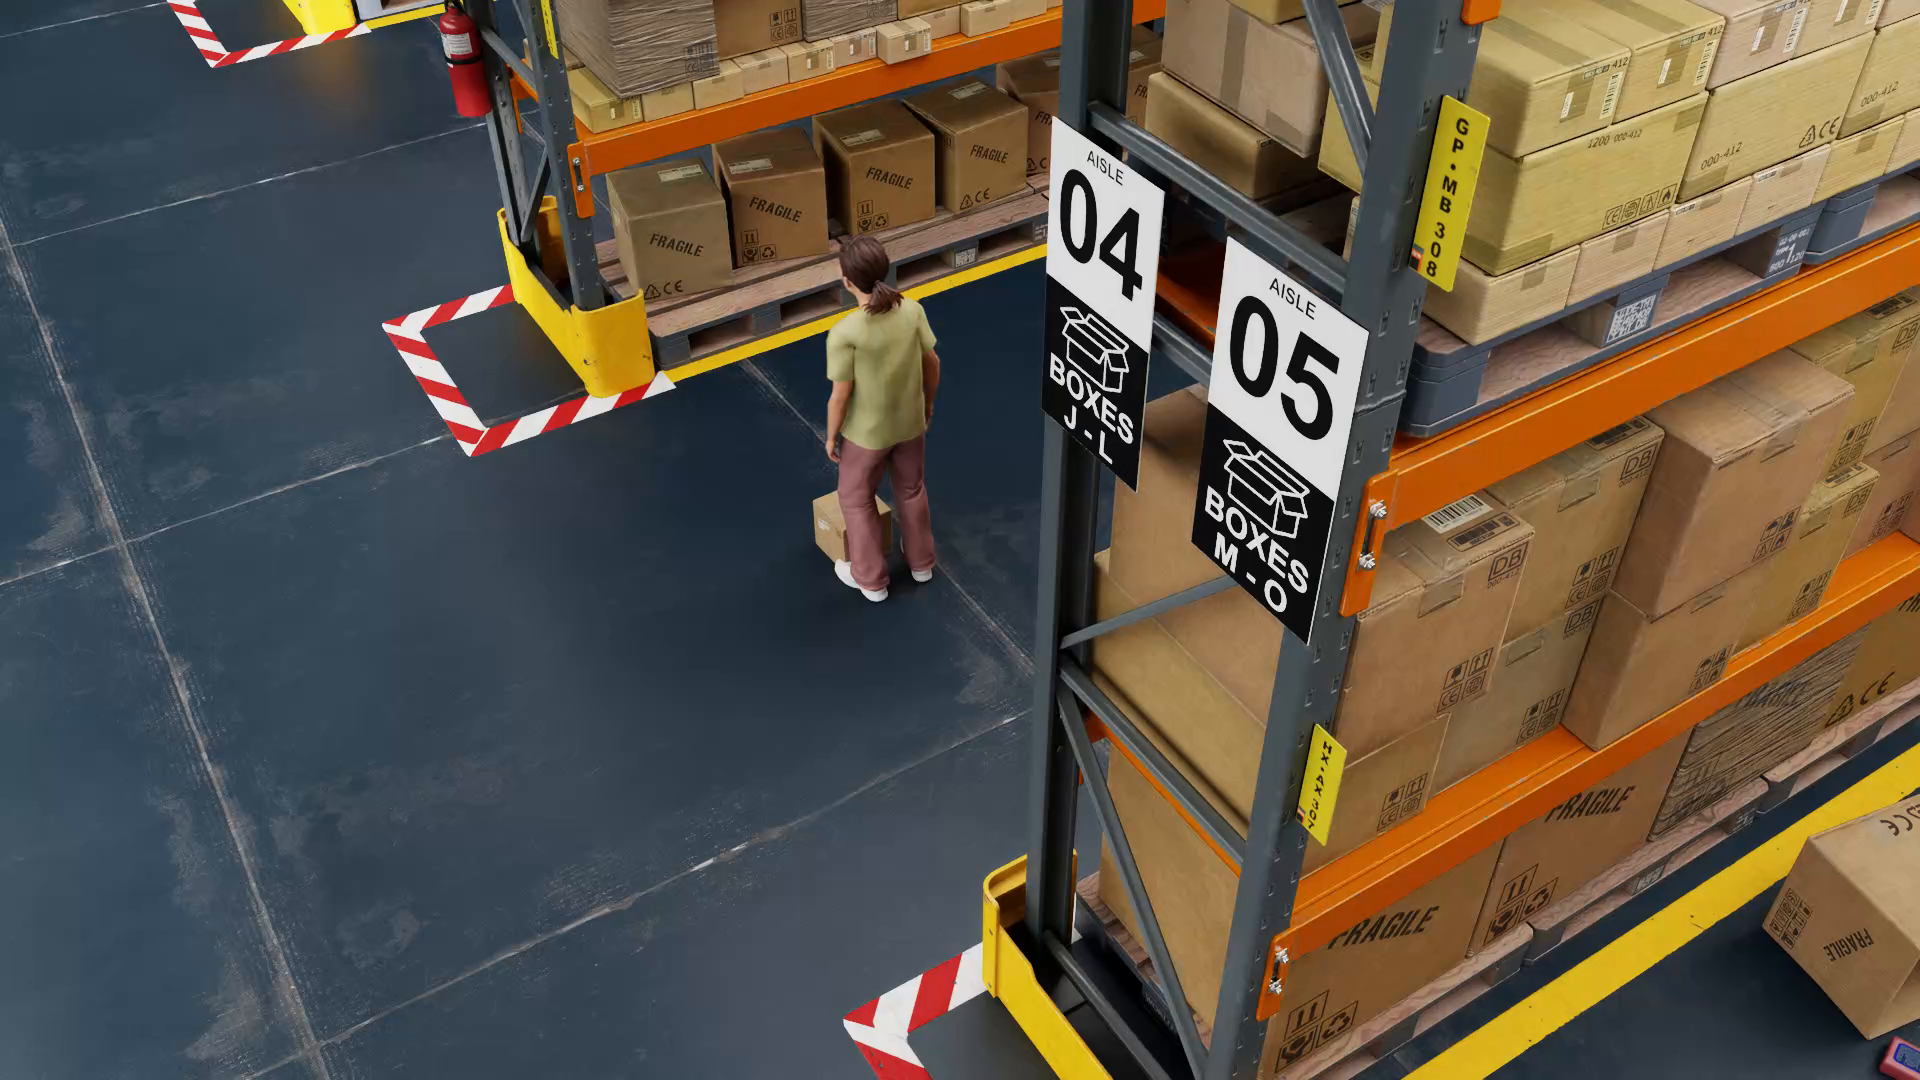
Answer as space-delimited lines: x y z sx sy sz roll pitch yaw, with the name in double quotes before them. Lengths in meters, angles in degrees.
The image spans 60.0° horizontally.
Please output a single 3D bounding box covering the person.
"person" -0.324 -0.451 6.707 0.499 1.636 0.359 -22 46 -24
